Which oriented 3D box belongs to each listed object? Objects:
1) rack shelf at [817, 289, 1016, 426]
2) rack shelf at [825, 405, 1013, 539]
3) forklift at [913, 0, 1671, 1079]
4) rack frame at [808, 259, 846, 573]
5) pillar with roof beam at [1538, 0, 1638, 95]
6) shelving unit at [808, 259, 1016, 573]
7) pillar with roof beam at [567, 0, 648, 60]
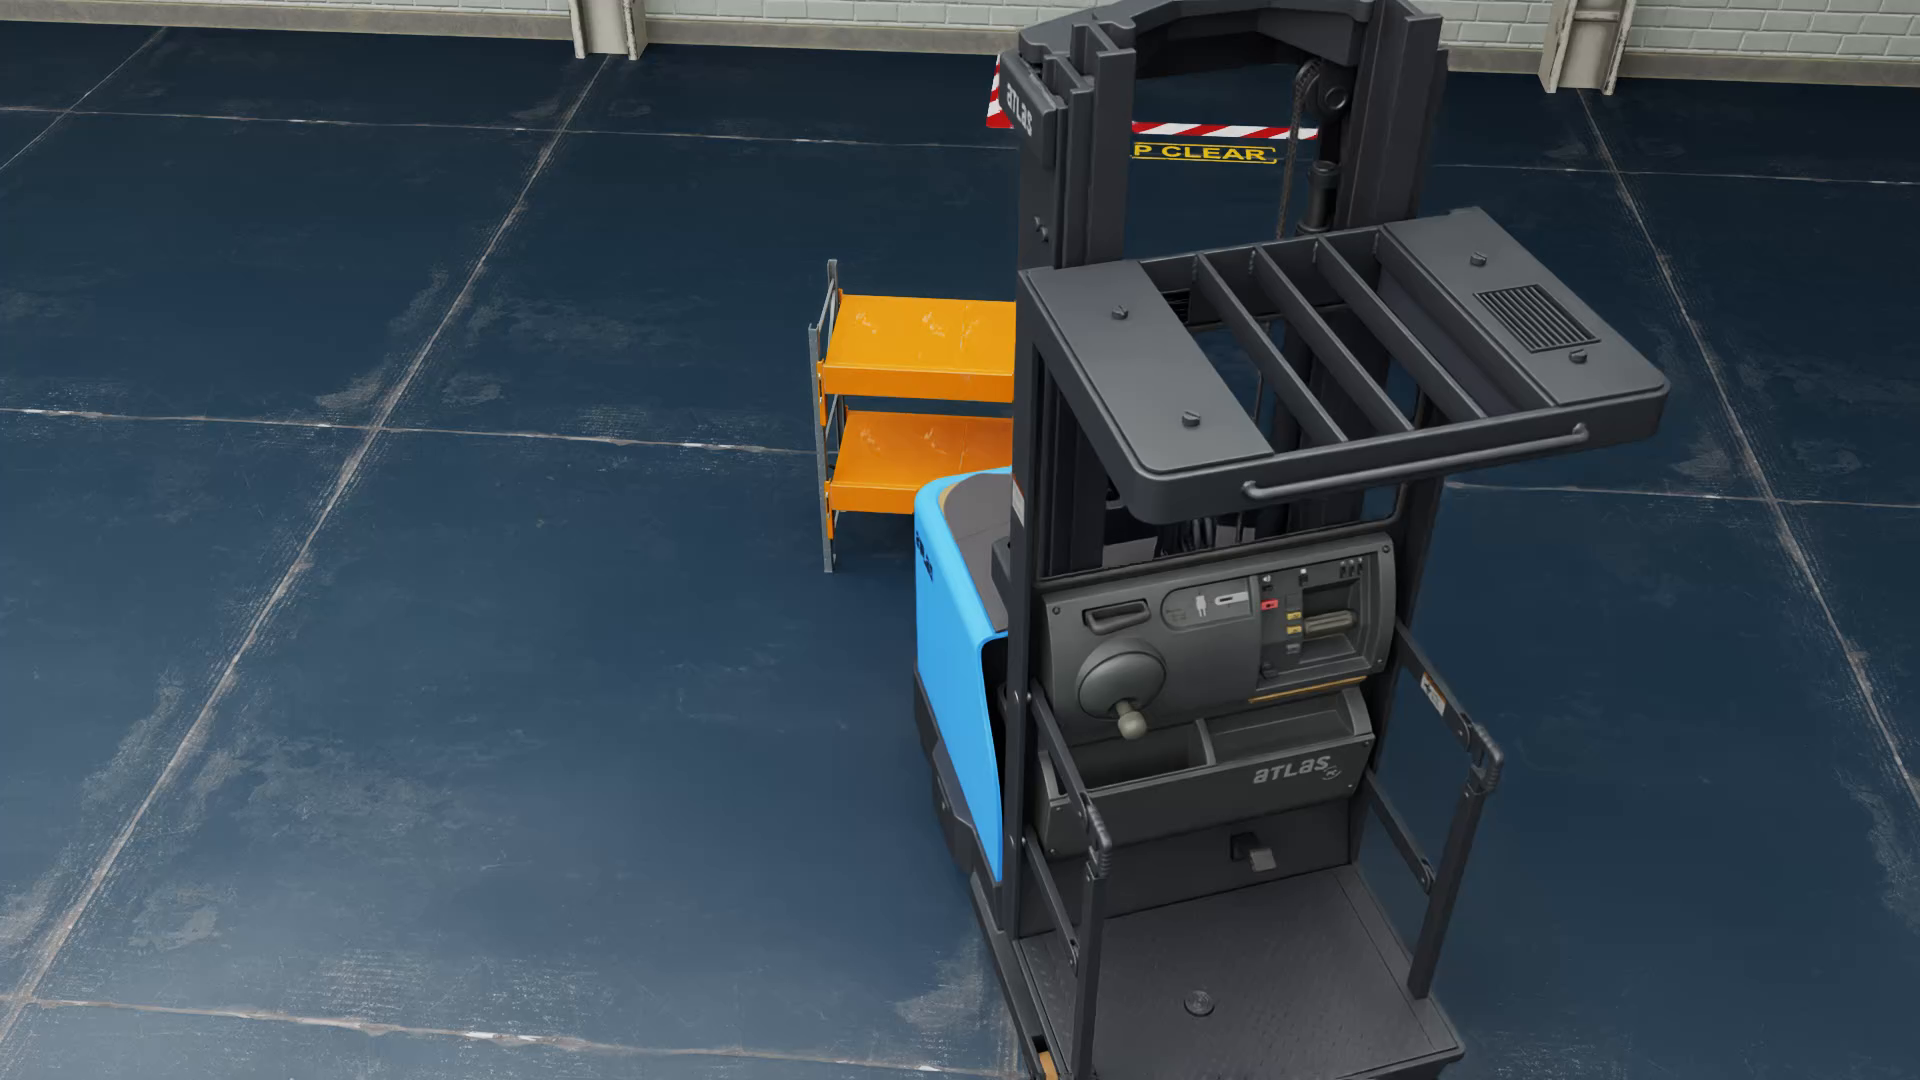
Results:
[{"bbox_3d":[0.007,-0.663,6.210,1.000,0.278,0.538,3,39,4],"label":"rack shelf"},{"bbox_3d":[0.007,-0.246,6.549,1.000,0.278,0.538,3,39,4],"label":"rack shelf"},{"bbox_3d":[0.725,0.322,4.032,1.130,2.935,3.031,-10,40,-12],"label":"forklift"},{"bbox_3d":[-0.500,-0.464,6.428,0.032,1.125,0.500,3,39,4],"label":"rack frame"},{"bbox_3d":[3.394,-3.581,4.021,0.400,9.000,9.100,3,39,4],"label":"pillar with roof beam"},{"bbox_3d":[0.007,-0.436,6.394,1.048,1.125,0.538,3,39,4],"label":"shelving unit"},{"bbox_3d":[-2.583,-3.908,4.423,0.400,9.000,9.100,3,39,4],"label":"pillar with roof beam"}]
